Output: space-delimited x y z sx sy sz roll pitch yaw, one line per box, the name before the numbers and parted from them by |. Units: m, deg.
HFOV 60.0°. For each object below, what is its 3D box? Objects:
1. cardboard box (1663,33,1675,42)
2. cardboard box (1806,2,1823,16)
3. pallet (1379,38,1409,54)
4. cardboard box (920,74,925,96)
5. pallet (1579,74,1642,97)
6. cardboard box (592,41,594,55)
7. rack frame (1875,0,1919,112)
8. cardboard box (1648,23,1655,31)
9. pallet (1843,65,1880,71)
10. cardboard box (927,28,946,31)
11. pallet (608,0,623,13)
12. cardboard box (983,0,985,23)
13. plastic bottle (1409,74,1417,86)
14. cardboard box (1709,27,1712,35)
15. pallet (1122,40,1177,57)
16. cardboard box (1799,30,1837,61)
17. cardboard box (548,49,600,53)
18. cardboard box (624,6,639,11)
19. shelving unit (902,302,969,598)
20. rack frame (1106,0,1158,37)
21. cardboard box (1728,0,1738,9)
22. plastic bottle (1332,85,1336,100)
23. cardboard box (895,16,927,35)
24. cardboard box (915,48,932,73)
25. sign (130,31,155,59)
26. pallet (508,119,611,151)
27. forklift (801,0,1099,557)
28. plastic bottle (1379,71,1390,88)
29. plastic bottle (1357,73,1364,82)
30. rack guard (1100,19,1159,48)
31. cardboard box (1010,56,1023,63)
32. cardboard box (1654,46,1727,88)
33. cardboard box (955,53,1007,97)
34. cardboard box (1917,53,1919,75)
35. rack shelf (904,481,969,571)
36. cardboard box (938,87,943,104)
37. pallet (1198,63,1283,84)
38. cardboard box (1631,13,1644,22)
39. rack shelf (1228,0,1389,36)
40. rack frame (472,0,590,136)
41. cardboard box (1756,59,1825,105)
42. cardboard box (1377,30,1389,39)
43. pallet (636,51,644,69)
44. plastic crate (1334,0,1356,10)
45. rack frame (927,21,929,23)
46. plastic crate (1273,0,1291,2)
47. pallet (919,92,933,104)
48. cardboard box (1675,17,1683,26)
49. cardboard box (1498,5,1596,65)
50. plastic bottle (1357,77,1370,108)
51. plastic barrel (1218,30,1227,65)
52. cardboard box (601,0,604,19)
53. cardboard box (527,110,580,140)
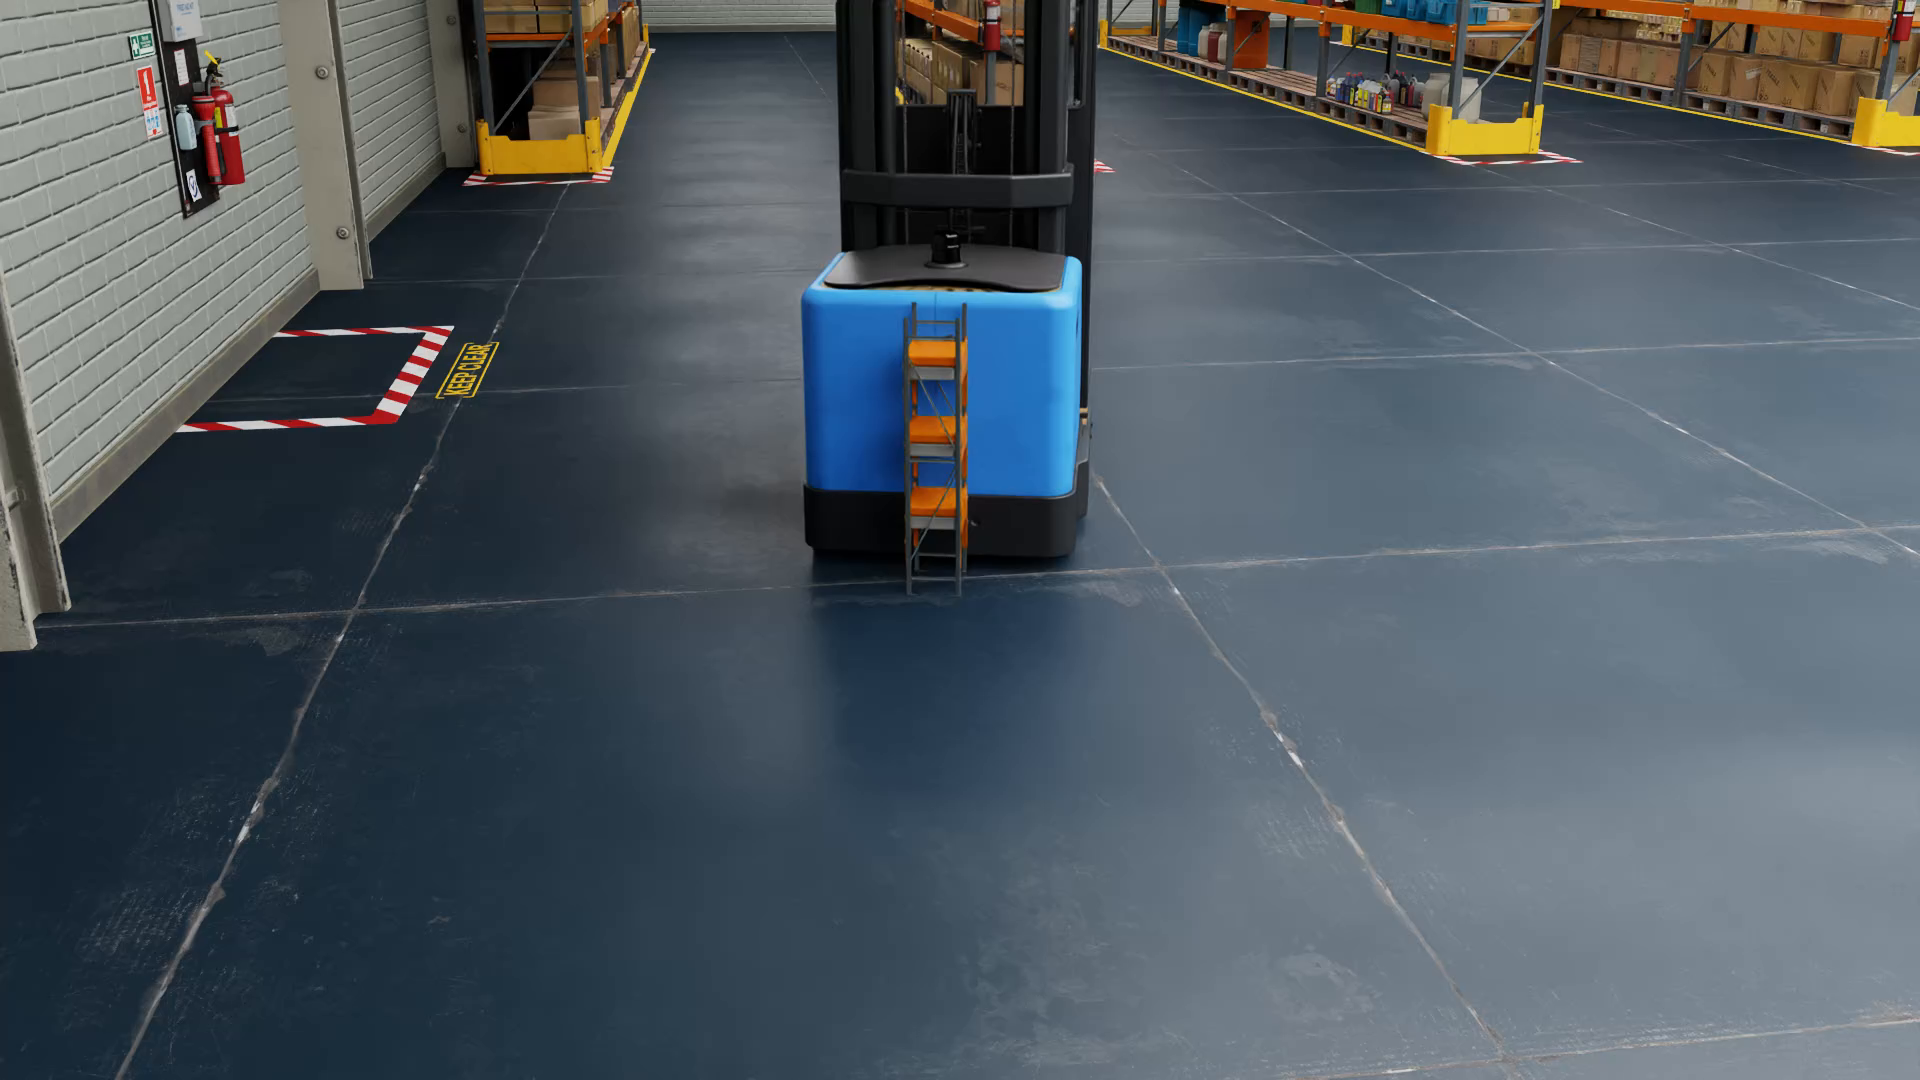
cardboard box | 13.306 -9.328 30.878 0.380 0.149 0.250 -4 21 -10
cardboard box | 10.121 -6.198 19.383 0.380 0.149 0.250 -3 21 -8
pallet | 8.622 -9.335 31.407 1.003 0.211 1.213 -3 21 -8
cardboard box | -0.235 -5.895 21.542 0.500 0.250 0.500 -3 21 -9
pallet | 9.694 -6.567 23.997 1.003 0.211 1.213 -3 21 -8
cardboard box | -4.987 -6.404 21.446 0.500 0.250 0.500 -4 21 -9
rack frame | 10.563 -5.796 17.946 1.000 3.000 0.127 -3 21 -8
cardboard box | 13.275 -9.717 31.494 0.380 0.149 0.250 -4 21 -10
pallet | 14.372 -7.198 25.685 1.003 0.211 1.213 -3 21 -8
cardboard box | -0.405 -7.810 26.282 0.500 0.500 0.500 -4 21 -10
pallet | -4.685 -6.613 20.409 1.003 0.211 1.213 -3 21 -8
cardboard box | 0.625 -5.688 17.515 0.700 0.500 0.500 -2 21 -6
plastic bottle | 5.537 -5.509 20.337 0.144 0.351 0.185 -3 21 -8
cardboard box | 13.895 -9.391 30.621 0.380 0.149 0.250 -3 21 -7
pallet | 3.608 -9.070 30.699 1.003 0.211 1.213 -3 21 -8
cardboard box | 13.979 -8.021 26.877 0.500 0.500 0.500 -3 21 -8
cardboard box | -5.081 -6.250 22.106 0.700 0.500 0.500 -3 21 -8
cardboard box | -6.049 -9.643 30.292 0.380 0.149 0.250 -3 21 -8
shelving unit | -0.086 -0.324 6.084 0.215 1.050 0.252 2 21 5
rack frame | 3.355 -11.085 32.110 1.000 3.000 0.127 -3 21 -8
cardboard box | 9.852 -6.715 20.766 0.380 0.149 0.250 -3 21 -8
plastic bottle | 4.727 -5.623 20.855 0.097 0.201 0.097 0 20 0
cardboard box | -0.773 -7.785 25.144 0.500 0.250 0.500 -2 21 -6
cardboard box | -0.310 -6.332 21.911 0.500 0.311 0.500 -3 21 -8
sign | -3.929 -2.380 7.994 0.001 0.109 0.331 -3 21 -8
pallet | -4.407 -4.471 18.384 1.003 0.211 1.213 -3 21 -8
forklift | 0.053 -1.780 7.293 1.130 2.935 3.031 2 21 5
plastic bottle | 5.321 -5.680 20.794 0.144 0.351 0.185 -3 21 -8
plastic bottle | 4.934 -5.603 20.587 0.144 0.351 0.185 -3 21 -8
rack guard | 3.339 -9.922 32.567 1.175 0.500 0.348 -3 21 -8
cardboard box | 0.828 -4.927 17.879 0.500 0.500 0.500 -3 21 -8
cardboard box | 9.919 -6.429 22.587 0.700 0.500 0.500 -5 21 -12
cardboard box | 0.229 -5.073 18.270 0.500 0.500 0.500 -3 21 -8
cardboard box | 14.595 -7.083 24.009 1.050 0.750 0.750 -3 21 -8
rack shelf | -0.086 -0.054 6.185 0.215 0.259 0.240 2 21 5
cardboard box | 0.017 -5.242 19.793 0.500 0.250 0.500 -3 21 -8
pallet | 4.354 -7.280 25.907 1.003 0.211 1.213 -3 21 -8
cardboard box | 13.128 -10.037 31.927 0.380 0.149 0.250 -3 21 -7
rack shelf | 4.797 -7.286 22.965 1.077 0.370 4.000 -3 21 -8
rack frame | -4.142 -5.046 15.940 1.000 3.000 0.127 -3 21 -8
cardboard box | 10.262 -5.657 20.547 0.500 0.500 0.500 -5 21 -13
cardboard box | 8.559 -10.004 31.651 0.875 0.875 0.875 -3 21 -8
pallet | -5.904 -8.162 28.267 1.003 0.211 1.213 -3 21 -8
plastic crate | 5.035 -6.714 20.494 0.767 0.338 0.504 -3 21 -8
rack frame | -0.970 -9.452 27.736 1.000 3.000 0.127 -3 21 -8
plastic crate | 4.555 -7.420 22.599 0.450 0.188 0.662 -3 21 -8
pallet | 0.038 -5.629 21.486 1.003 0.211 1.213 -3 21 -8
cardboard box | 13.371 -9.502 30.494 0.380 0.149 0.250 -3 21 -7
cardboard box | 9.331 -8.007 26.303 1.225 0.875 0.875 -4 21 -10
plastic bottle | 4.879 -5.383 19.999 0.144 0.351 0.185 -3 21 -8
plastic barrel | 4.251 -7.706 26.018 0.421 0.512 0.421 0 20 0
cardboard box | -4.199 -5.875 18.345 0.500 0.250 0.500 -3 21 -8
cardboard box | -4.152 -4.237 16.987 0.500 0.311 0.500 -5 21 -14
